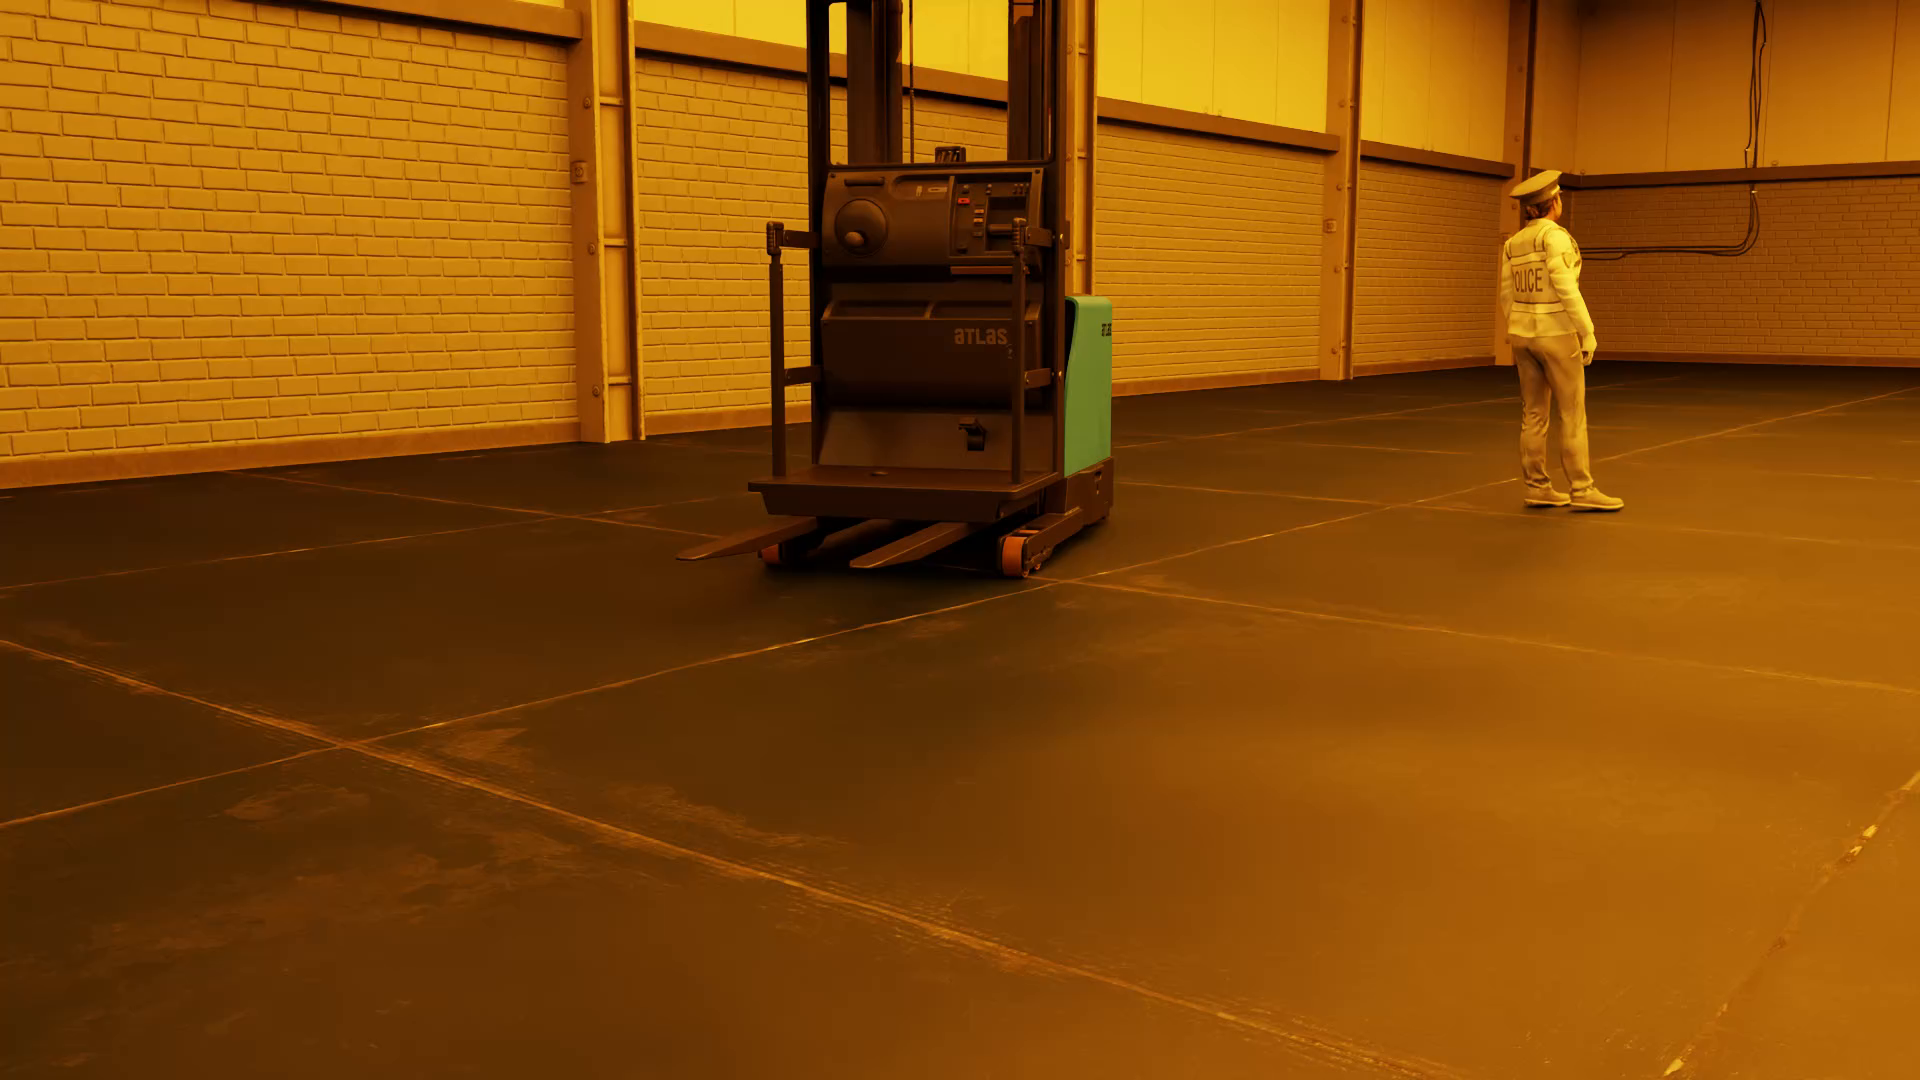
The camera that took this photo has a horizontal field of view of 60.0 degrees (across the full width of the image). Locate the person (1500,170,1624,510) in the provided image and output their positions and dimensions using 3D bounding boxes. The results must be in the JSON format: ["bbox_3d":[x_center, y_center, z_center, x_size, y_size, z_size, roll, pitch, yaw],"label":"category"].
[{"bbox_3d":[3.031,-1.015,8.447,0.529,1.697,0.581,-3,9,-20],"label":"person"}]

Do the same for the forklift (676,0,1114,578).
[{"bbox_3d":[-0.176,-1.366,6.616,1.130,2.935,3.031,3,9,17],"label":"forklift"}]
